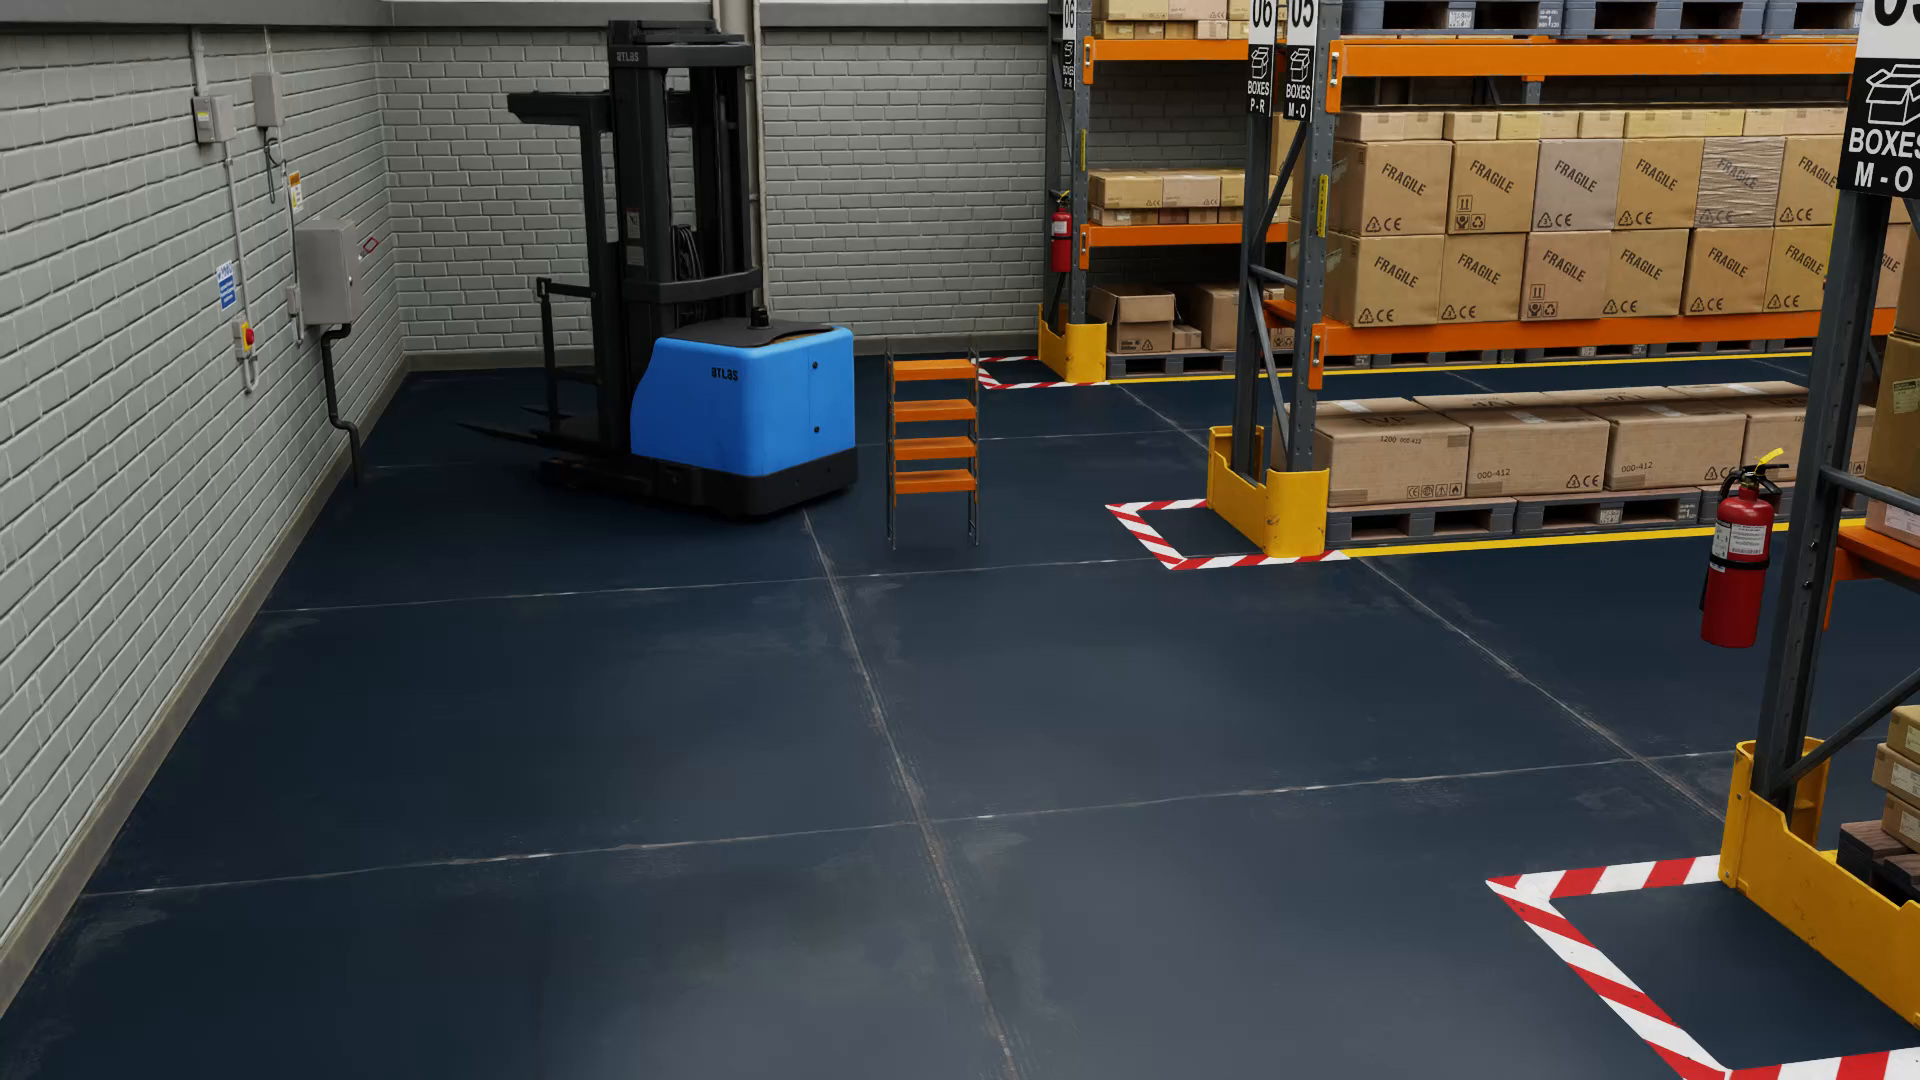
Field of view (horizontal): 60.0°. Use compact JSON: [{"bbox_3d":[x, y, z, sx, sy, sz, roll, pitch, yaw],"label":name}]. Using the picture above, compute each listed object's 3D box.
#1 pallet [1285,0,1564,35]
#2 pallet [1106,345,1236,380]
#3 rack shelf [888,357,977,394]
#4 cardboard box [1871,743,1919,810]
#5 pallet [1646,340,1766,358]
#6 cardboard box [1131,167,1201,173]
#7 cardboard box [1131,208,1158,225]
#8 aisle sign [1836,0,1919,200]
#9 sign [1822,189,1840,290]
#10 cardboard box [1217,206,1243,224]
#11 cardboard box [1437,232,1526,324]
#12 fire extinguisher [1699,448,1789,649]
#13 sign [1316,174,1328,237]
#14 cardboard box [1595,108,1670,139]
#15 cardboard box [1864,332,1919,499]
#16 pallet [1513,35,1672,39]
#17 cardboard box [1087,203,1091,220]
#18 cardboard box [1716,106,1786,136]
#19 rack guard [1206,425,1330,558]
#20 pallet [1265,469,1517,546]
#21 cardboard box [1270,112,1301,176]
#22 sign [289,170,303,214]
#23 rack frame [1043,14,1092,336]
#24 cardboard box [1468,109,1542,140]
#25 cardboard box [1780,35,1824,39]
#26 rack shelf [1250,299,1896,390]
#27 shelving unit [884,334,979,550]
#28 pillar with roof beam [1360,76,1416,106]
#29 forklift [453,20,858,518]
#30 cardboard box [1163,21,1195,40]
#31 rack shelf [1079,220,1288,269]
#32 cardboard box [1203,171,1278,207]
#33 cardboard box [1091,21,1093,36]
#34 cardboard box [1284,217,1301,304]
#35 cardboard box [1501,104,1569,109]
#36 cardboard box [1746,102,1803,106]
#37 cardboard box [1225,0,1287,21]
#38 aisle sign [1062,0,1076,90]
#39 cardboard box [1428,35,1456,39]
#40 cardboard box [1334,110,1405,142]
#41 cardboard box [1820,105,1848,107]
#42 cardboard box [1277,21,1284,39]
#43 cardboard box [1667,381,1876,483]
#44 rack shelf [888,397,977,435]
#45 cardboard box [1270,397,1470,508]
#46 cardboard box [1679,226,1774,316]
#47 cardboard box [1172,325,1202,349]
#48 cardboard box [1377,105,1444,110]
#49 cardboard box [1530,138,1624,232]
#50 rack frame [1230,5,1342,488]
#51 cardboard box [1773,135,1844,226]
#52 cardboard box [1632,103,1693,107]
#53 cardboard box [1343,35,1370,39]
[{"bbox_3d":[2.575,-2.942,9.323,1.213,0.211,1.003,-3,17,-10],"label":"pallet"},{"bbox_3d":[1.761,-1.652,14.833,1.213,0.211,1.003,-3,17,-10],"label":"pallet"},{"bbox_3d":[-0.163,-0.940,9.490,0.480,0.148,0.258,-3,17,-10],"label":"rack shelf"},{"bbox_3d":[3.351,0.824,5.655,0.250,0.149,0.380,-4,17,-12],"label":"cardboard box"},{"bbox_3d":[6.823,-1.952,15.806,1.213,0.211,1.003,-3,17,-10],"label":"pallet"},{"bbox_3d":[1.811,-3.138,14.667,0.500,0.250,0.500,-3,17,-10],"label":"cardboard box"},{"bbox_3d":[1.519,-2.783,14.193,0.250,0.149,0.380,-3,17,-9],"label":"cardboard box"},{"bbox_3d":[2.759,-1.410,4.865,0.004,0.787,0.394,-3,17,-10],"label":"aisle sign"},{"bbox_3d":[2.802,-0.950,5.286,0.005,0.325,0.100,-3,17,-10],"label":"sign"},{"bbox_3d":[2.290,-2.821,14.315,0.250,0.149,0.380,-3,17,-10],"label":"cardboard box"},{"bbox_3d":[2.866,-1.534,9.527,0.500,0.500,0.500,-3,17,-11],"label":"cardboard box"},{"bbox_3d":[2.552,0.012,5.432,0.183,0.674,0.296,-3,17,-10],"label":"fire extinguisher"},{"bbox_3d":[1.948,-1.797,8.945,0.005,0.325,0.100,-3,17,-10],"label":"sign"},{"bbox_3d":[3.781,-2.356,9.395,0.250,0.149,0.380,-4,17,-12],"label":"cardboard box"},{"bbox_3d":[3.280,-0.374,5.243,0.500,0.500,0.500,-3,17,-9],"label":"cardboard box"},{"bbox_3d":[5.485,-4.520,14.629,1.003,0.211,1.213,-3,17,-10],"label":"pallet"},{"bbox_3d":[1.178,-2.912,14.613,0.250,0.149,0.380,-3,17,-11],"label":"cardboard box"},{"bbox_3d":[4.524,-2.418,9.596,0.250,0.149,0.380,-3,17,-11],"label":"cardboard box"},{"bbox_3d":[1.825,-0.310,9.969,0.348,0.500,1.175,-3,17,-10],"label":"rack guard"},{"bbox_3d":[2.619,-0.240,10.234,1.213,0.211,1.003,-3,17,-10],"label":"pallet"},{"bbox_3d":[2.873,-3.397,14.234,0.500,0.500,0.500,-3,17,-9],"label":"cardboard box"},{"bbox_3d":[-4.131,-2.166,10.349,0.001,0.242,0.339,-3,17,-10],"label":"sign"},{"bbox_3d":[0.904,-2.937,14.264,0.127,3.000,1.000,-3,17,-10],"label":"rack frame"},{"bbox_3d":[3.026,-2.318,9.272,0.250,0.149,0.380,-4,17,-12],"label":"cardboard box"},{"bbox_3d":[7.316,-4.590,14.793,0.500,0.250,0.500,-3,17,-10],"label":"cardboard box"},{"bbox_3d":[3.813,-1.273,10.074,4.000,0.370,1.077,-3,17,-10],"label":"rack shelf"},{"bbox_3d":[-0.163,-0.564,9.606,0.503,1.200,0.258,-3,17,-10],"label":"shelving unit"},{"bbox_3d":[4.793,-5.007,10.788,0.400,9.000,9.100,-3,17,-10],"label":"pillar with roof beam"},{"bbox_3d":[-2.160,-1.850,10.844,3.031,2.935,1.130,12,21,33],"label":"forklift"},{"bbox_3d":[1.768,-4.233,13.803,0.250,0.149,0.380,-3,17,-10],"label":"cardboard box"},{"bbox_3d":[2.867,-2.704,14.732,4.000,0.370,1.077,-3,17,-10],"label":"rack shelf"},{"bbox_3d":[2.392,-3.012,14.258,0.500,0.250,0.500,-4,17,-11],"label":"cardboard box"},{"bbox_3d":[1.174,-4.335,14.136,0.250,0.149,0.380,-3,17,-9],"label":"cardboard box"},{"bbox_3d":[2.272,-1.657,9.927,0.500,0.500,0.500,-3,17,-10],"label":"cardboard box"},{"bbox_3d":[3.406,-2.506,9.885,0.250,0.149,0.380,-3,17,-9],"label":"cardboard box"},{"bbox_3d":[4.925,-2.577,10.113,0.250,0.149,0.380,-3,17,-11],"label":"cardboard box"},{"bbox_3d":[2.391,-4.446,13.819,0.500,0.250,0.500,-4,17,-12],"label":"cardboard box"},{"bbox_3d":[0.892,-4.091,13.594,0.004,0.787,0.394,-3,17,-10],"label":"aisle sign"},{"bbox_3d":[4.028,-4.343,14.161,0.250,0.149,0.380,-3,17,-9],"label":"cardboard box"},{"bbox_3d":[2.250,-2.282,9.154,0.250,0.149,0.380,-3,17,-9],"label":"cardboard box"},{"bbox_3d":[5.255,-2.472,9.774,0.250,0.149,0.380,-3,17,-9],"label":"cardboard box"},{"bbox_3d":[2.519,-4.265,13.908,0.250,0.149,0.380,-3,17,-11],"label":"cardboard box"},{"bbox_3d":[5.140,-0.701,10.633,0.875,0.438,0.875,-3,17,-11],"label":"cardboard box"},{"bbox_3d":[-0.163,-0.714,9.560,0.480,0.148,0.258,-3,17,-10],"label":"rack shelf"},{"bbox_3d":[2.478,-0.548,10.134,0.875,0.438,0.875,-4,17,-12],"label":"cardboard box"},{"bbox_3d":[4.374,-1.615,9.789,0.500,0.500,0.500,-4,17,-11],"label":"cardboard box"},{"bbox_3d":[1.947,-1.794,14.683,0.250,0.149,0.380,-4,18,-13],"label":"cardboard box"},{"bbox_3d":[2.645,-2.479,9.797,0.250,0.149,0.380,-3,17,-11],"label":"cardboard box"},{"bbox_3d":[3.384,-2.038,9.465,0.500,0.500,0.500,-3,17,-11],"label":"cardboard box"},{"bbox_3d":[1.849,-1.506,9.606,0.127,3.000,1.000,-3,17,-10],"label":"rack frame"},{"bbox_3d":[4.866,-2.123,9.741,0.500,0.500,0.500,-3,17,-11],"label":"cardboard box"},{"bbox_3d":[4.173,-2.536,9.982,0.250,0.149,0.380,-3,17,-11],"label":"cardboard box"},{"bbox_3d":[3.271,-4.308,14.049,0.250,0.149,0.380,-3,17,-10],"label":"cardboard box"}]
